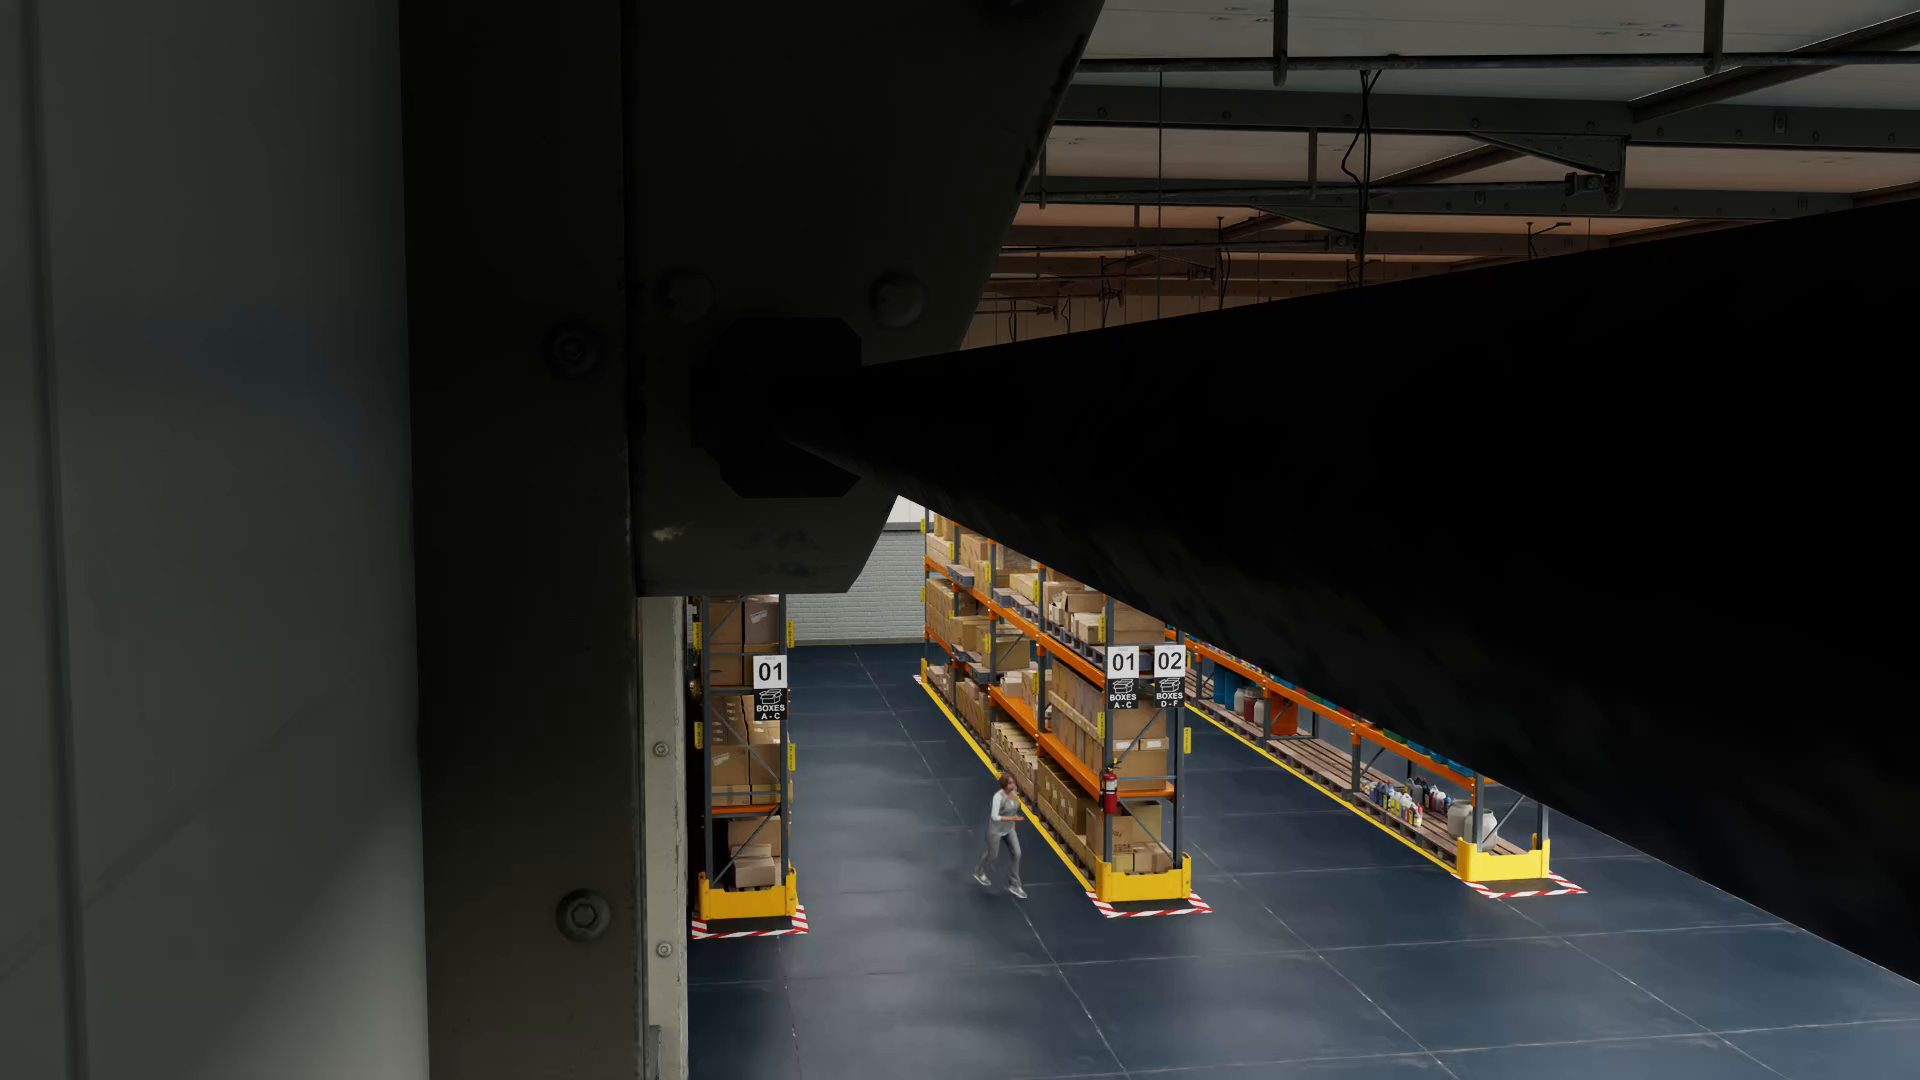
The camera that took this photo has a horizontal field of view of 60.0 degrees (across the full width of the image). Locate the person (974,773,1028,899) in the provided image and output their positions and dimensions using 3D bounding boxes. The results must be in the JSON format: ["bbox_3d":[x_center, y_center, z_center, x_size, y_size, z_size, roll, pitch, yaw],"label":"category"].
[{"bbox_3d":[0.509,3.695,21.007,0.547,1.586,0.894,-5,7,-42],"label":"person"}]
